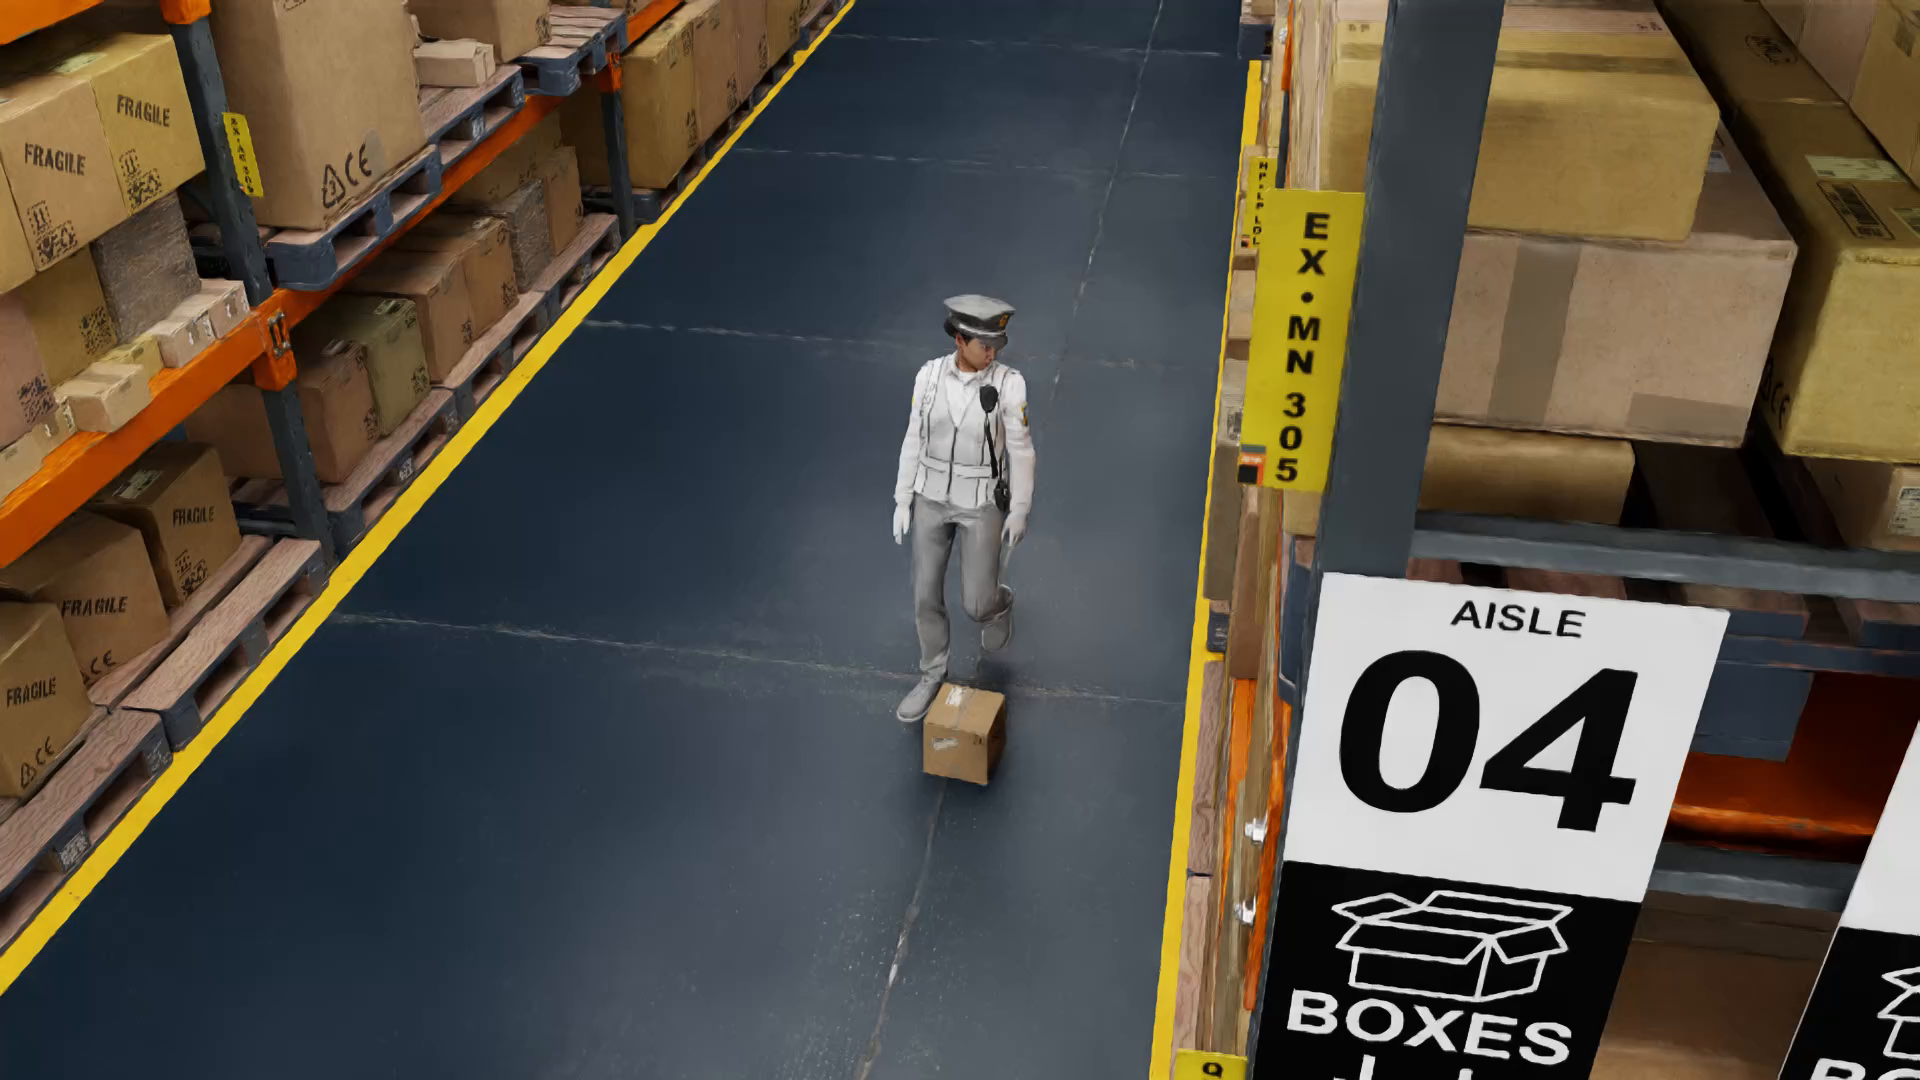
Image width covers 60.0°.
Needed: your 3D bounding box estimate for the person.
[{"bbox_3d":[-0.003,-0.103,6.348,0.515,1.626,0.654,12,35,18],"label":"person"}]
